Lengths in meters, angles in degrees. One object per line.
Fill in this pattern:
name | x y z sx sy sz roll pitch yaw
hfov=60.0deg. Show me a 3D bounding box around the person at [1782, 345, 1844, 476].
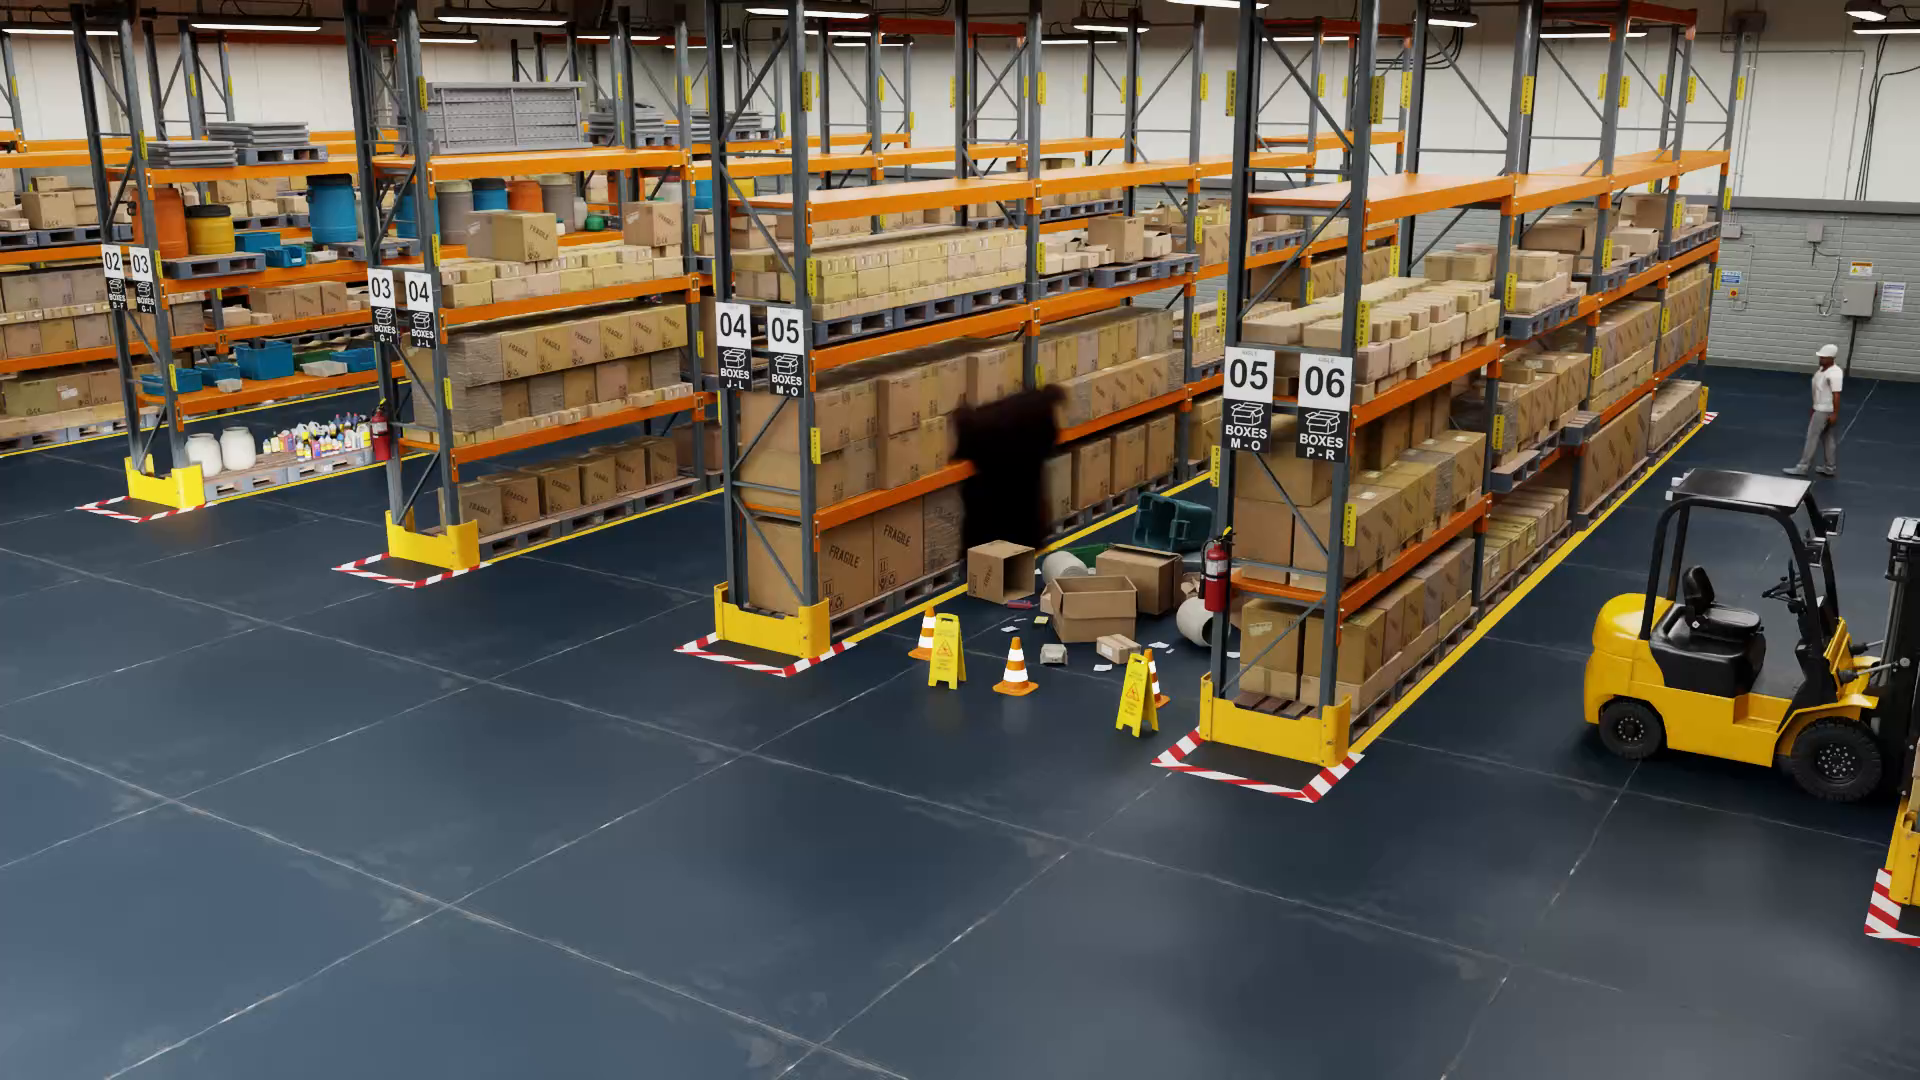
person | 11.482 -1.749 22.252 0.633 1.758 0.595 9 18 29
